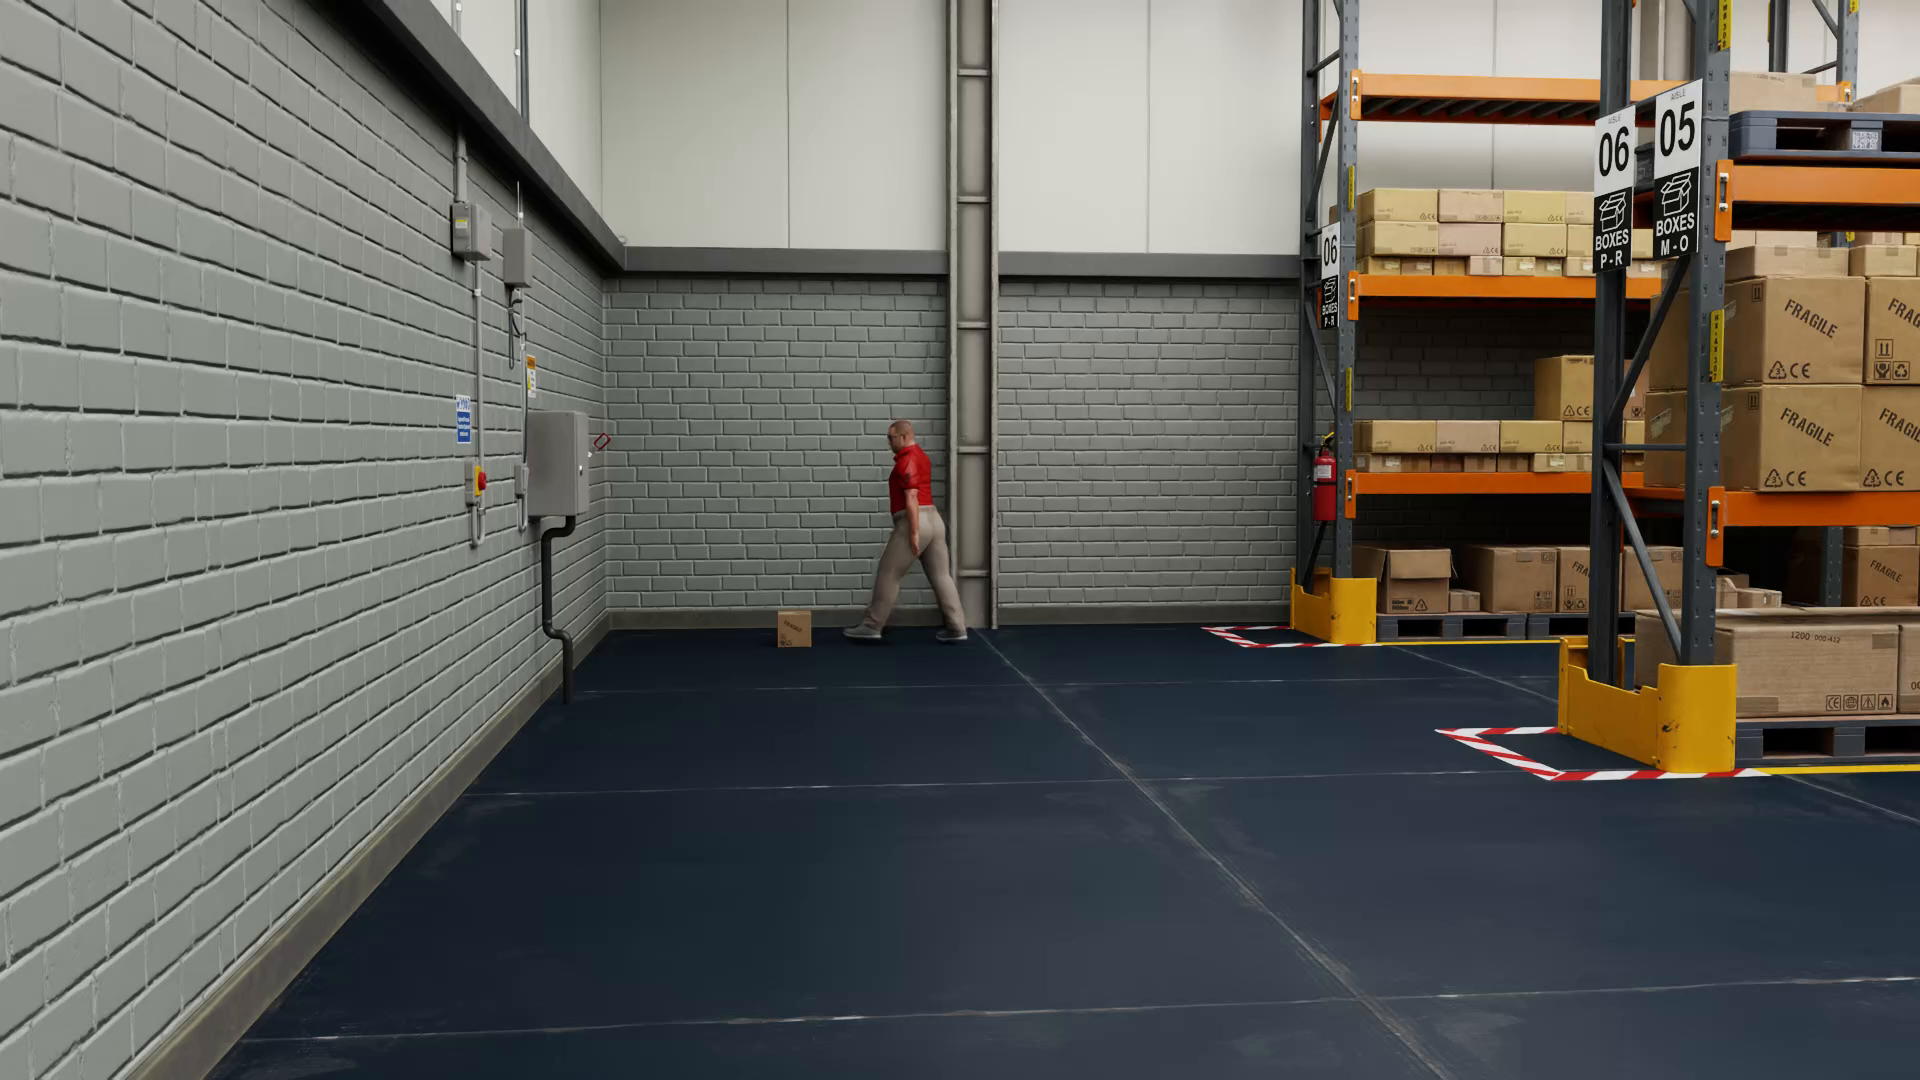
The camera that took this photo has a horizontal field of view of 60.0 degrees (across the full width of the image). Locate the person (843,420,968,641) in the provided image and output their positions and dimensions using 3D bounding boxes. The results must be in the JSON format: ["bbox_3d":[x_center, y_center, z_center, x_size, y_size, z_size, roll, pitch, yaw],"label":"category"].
[{"bbox_3d":[-0.394,-0.071,12.626,0.930,1.678,0.547,2,4,29],"label":"person"}]
